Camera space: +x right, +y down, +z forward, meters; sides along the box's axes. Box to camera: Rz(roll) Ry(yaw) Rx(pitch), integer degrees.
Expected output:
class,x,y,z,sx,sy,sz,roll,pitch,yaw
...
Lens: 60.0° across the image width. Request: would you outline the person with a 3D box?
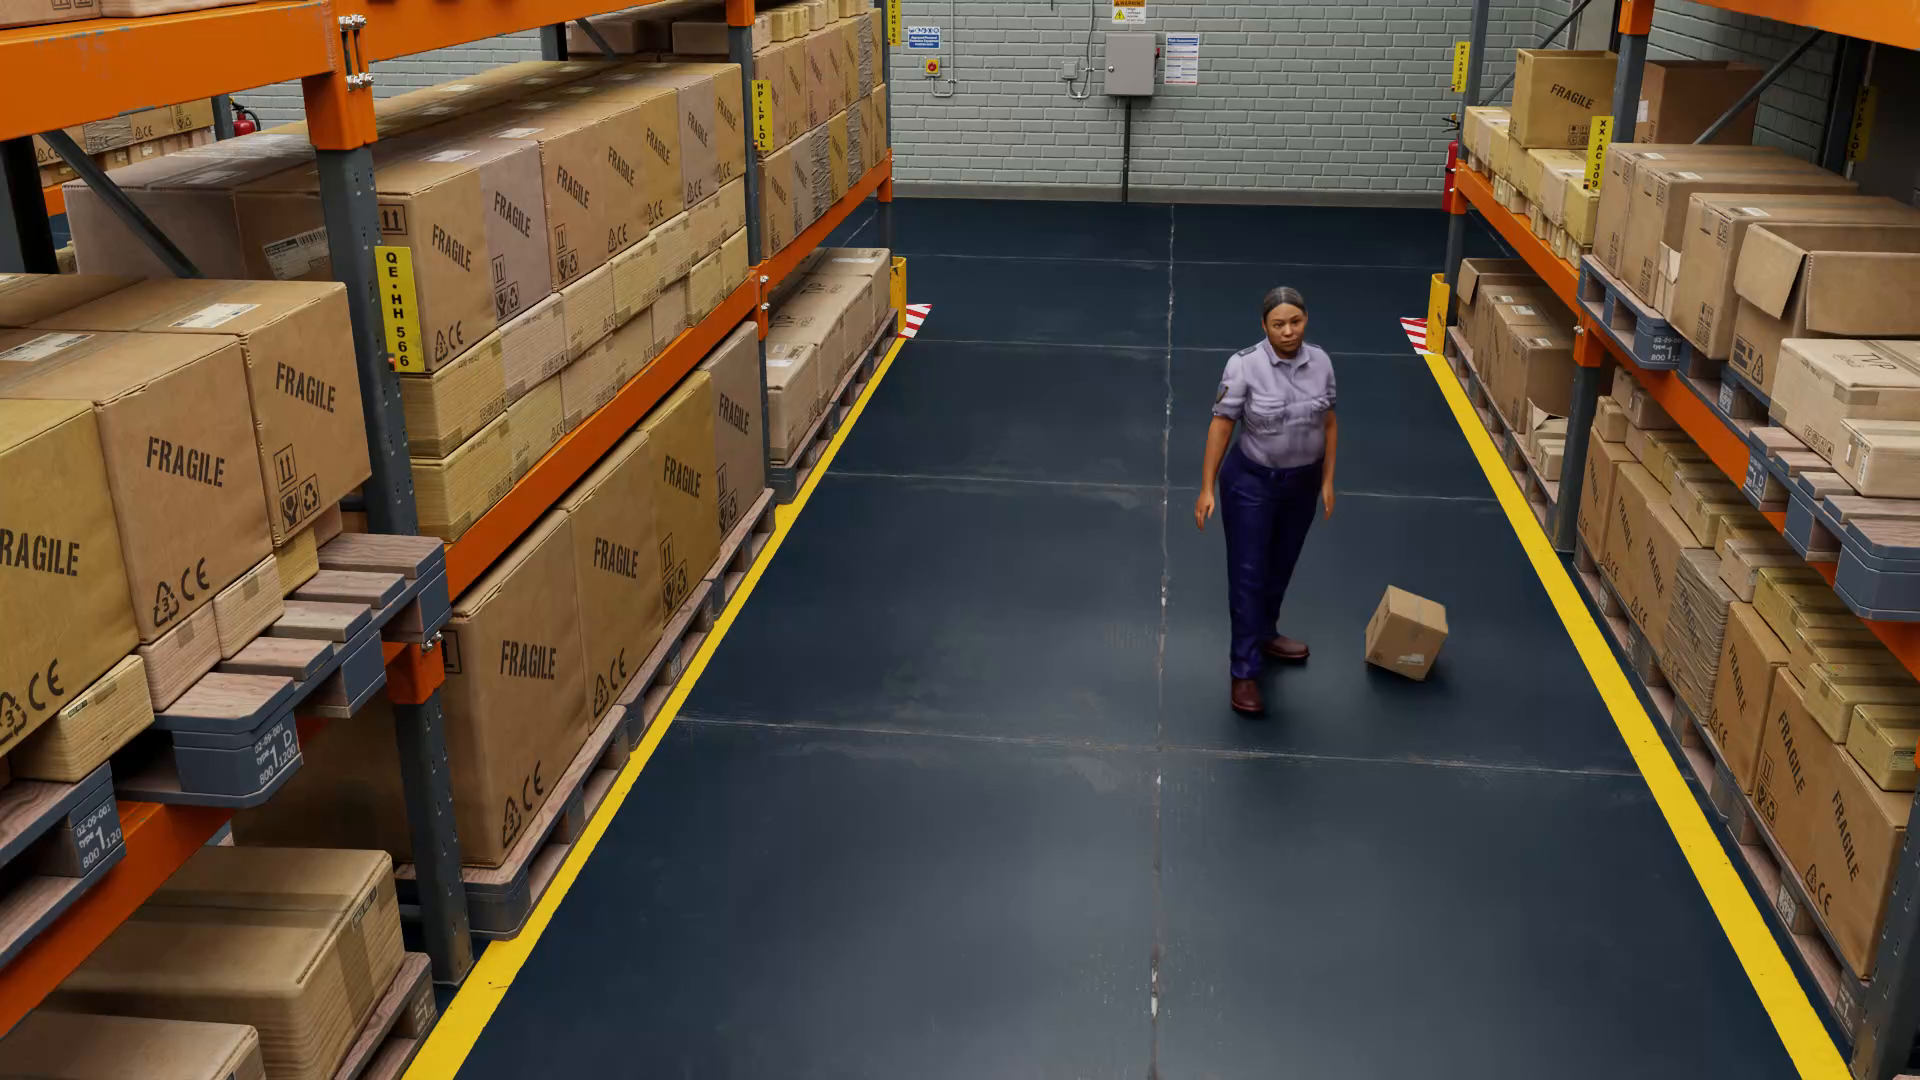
class,x,y,z,sx,sy,sz,roll,pitch,yaw
person,1.225,-0.190,6.561,0.625,1.633,0.617,-8,23,-19
